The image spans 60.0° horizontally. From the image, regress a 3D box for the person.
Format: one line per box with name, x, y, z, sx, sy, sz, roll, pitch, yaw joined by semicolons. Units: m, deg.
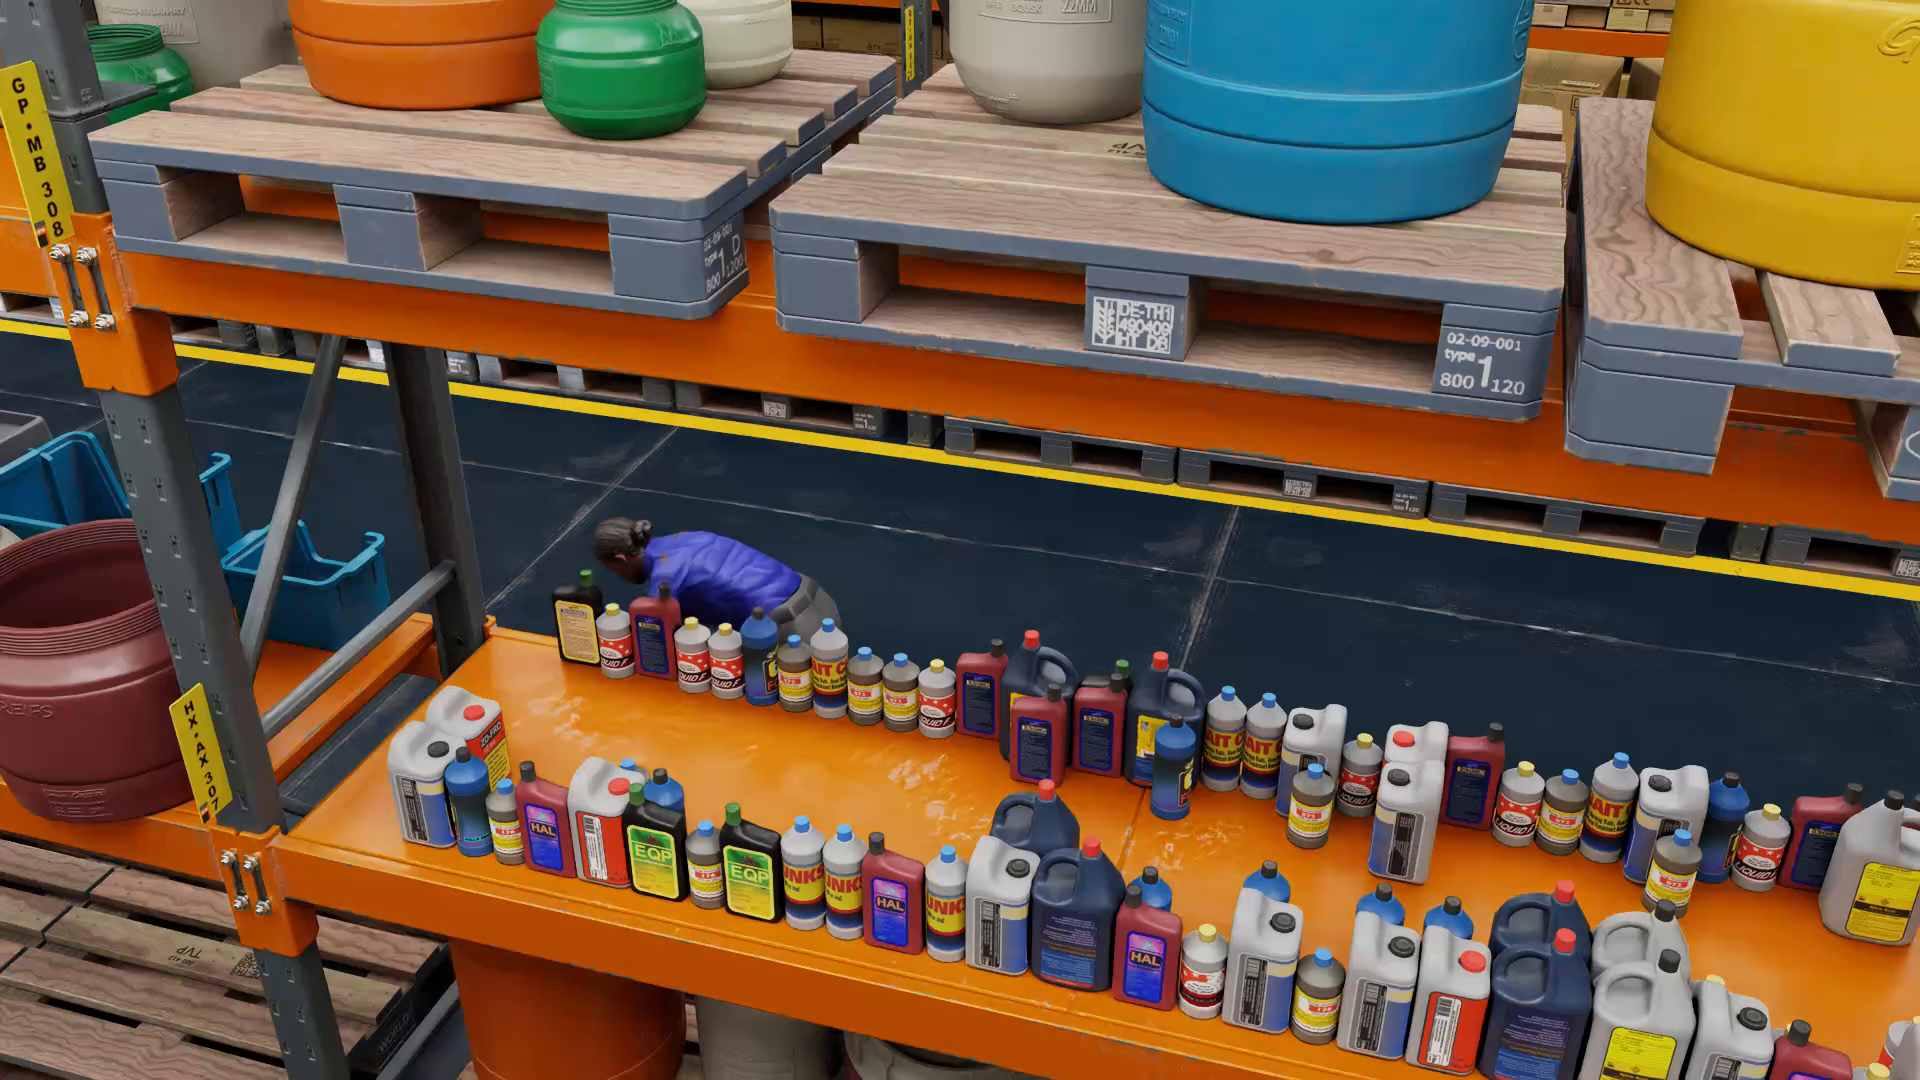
person;-0.844;0.453;5.878;0.847;1.124;0.447;7;30;13
